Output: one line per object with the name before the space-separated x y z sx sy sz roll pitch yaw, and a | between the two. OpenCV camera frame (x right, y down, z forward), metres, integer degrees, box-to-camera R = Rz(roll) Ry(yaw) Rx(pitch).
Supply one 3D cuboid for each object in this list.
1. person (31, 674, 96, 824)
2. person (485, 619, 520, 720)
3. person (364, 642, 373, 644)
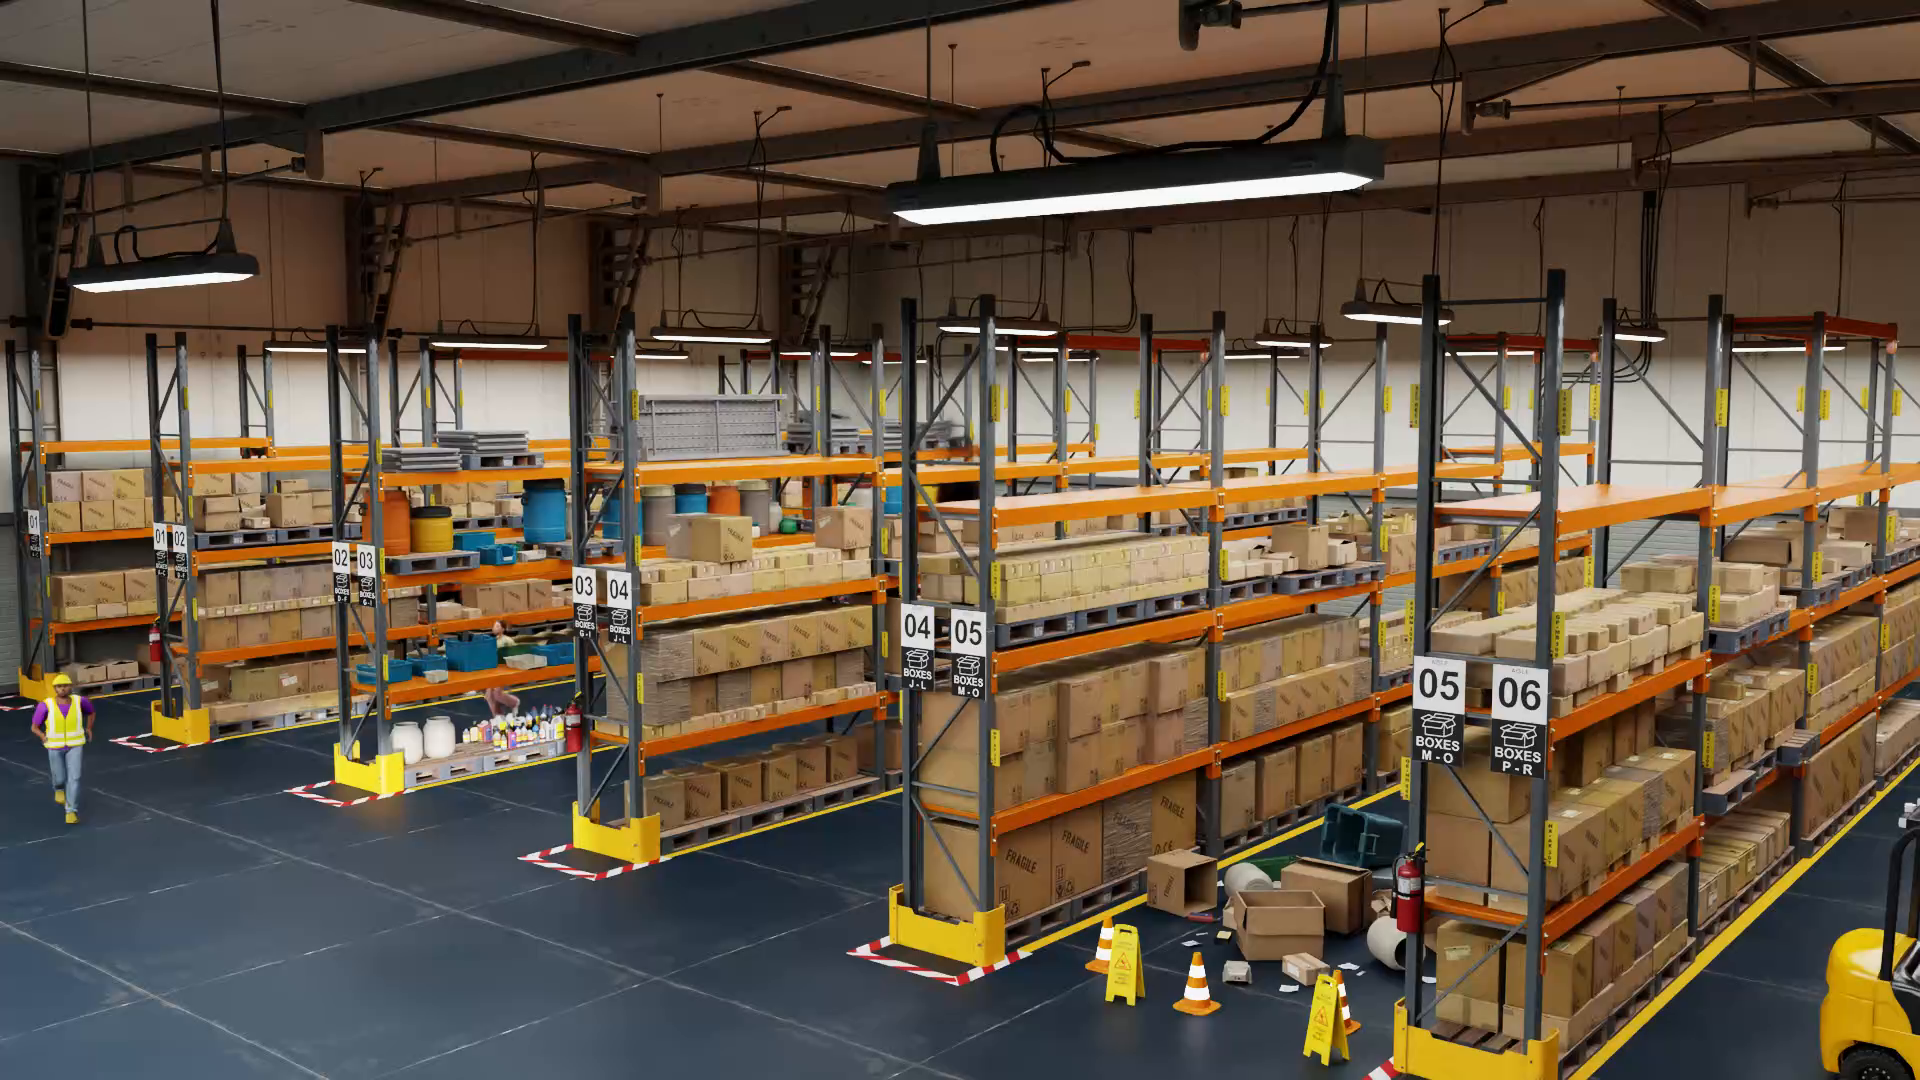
person | -10.799 2.490 20.077 0.702 1.757 0.894 -3 6 -31
person | -7.141 2.036 25.782 0.578 1.619 0.515 3 6 28
person | -10.360 1.746 29.051 0.592 1.718 0.725 4 6 35
